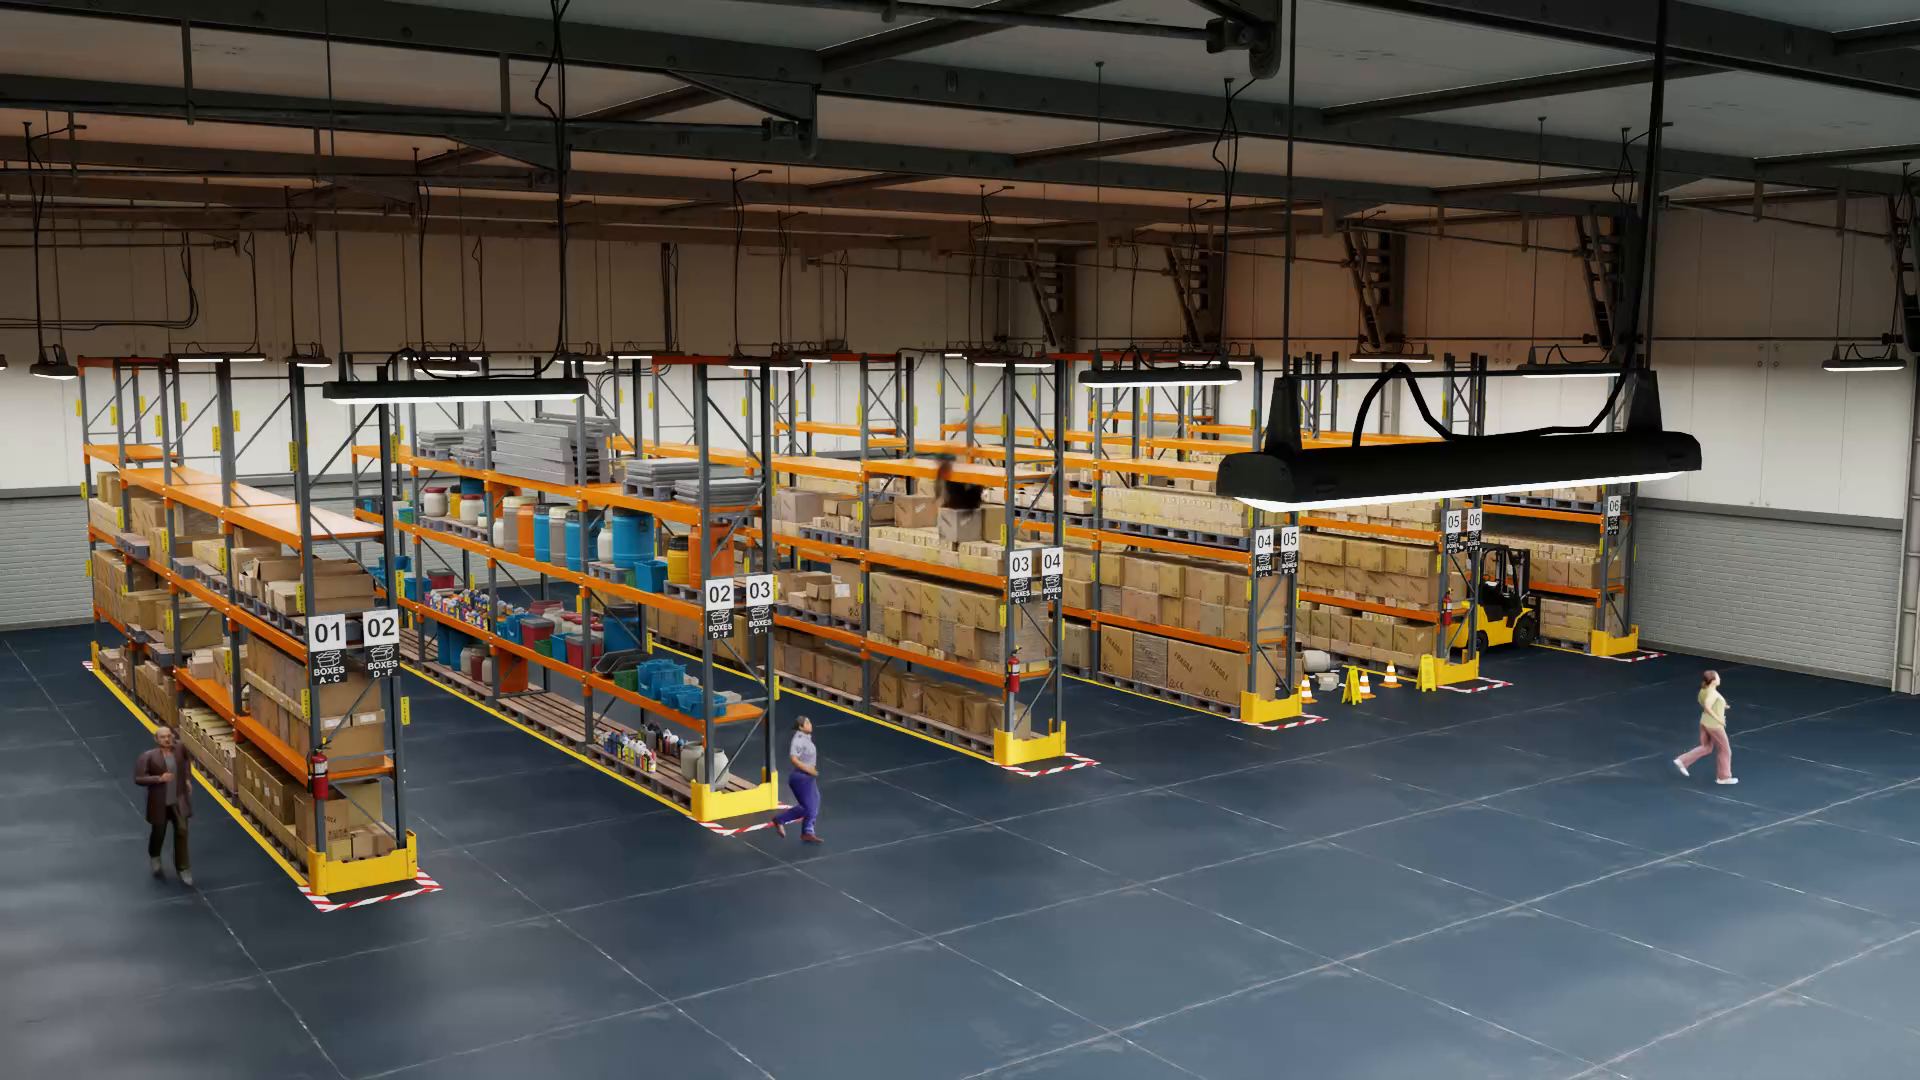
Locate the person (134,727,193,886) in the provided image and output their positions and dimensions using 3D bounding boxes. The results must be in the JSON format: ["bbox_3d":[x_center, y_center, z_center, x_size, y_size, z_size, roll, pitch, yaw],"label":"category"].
[{"bbox_3d":[-9.307,3.081,19.479,0.702,1.809,0.968,-6,9,-41],"label":"person"}]

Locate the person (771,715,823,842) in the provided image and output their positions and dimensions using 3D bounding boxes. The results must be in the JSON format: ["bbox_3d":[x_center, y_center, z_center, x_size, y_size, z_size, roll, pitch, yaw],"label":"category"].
[{"bbox_3d":[-2.052,3.016,20.922,0.653,1.649,0.622,0,7,-2],"label":"person"}]

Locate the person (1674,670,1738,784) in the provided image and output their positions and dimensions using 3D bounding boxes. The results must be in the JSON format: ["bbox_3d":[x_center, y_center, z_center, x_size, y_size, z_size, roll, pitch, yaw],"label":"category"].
[{"bbox_3d":[10.642,2.650,23.612,0.895,1.643,0.588,0,7,-1],"label":"person"}]
